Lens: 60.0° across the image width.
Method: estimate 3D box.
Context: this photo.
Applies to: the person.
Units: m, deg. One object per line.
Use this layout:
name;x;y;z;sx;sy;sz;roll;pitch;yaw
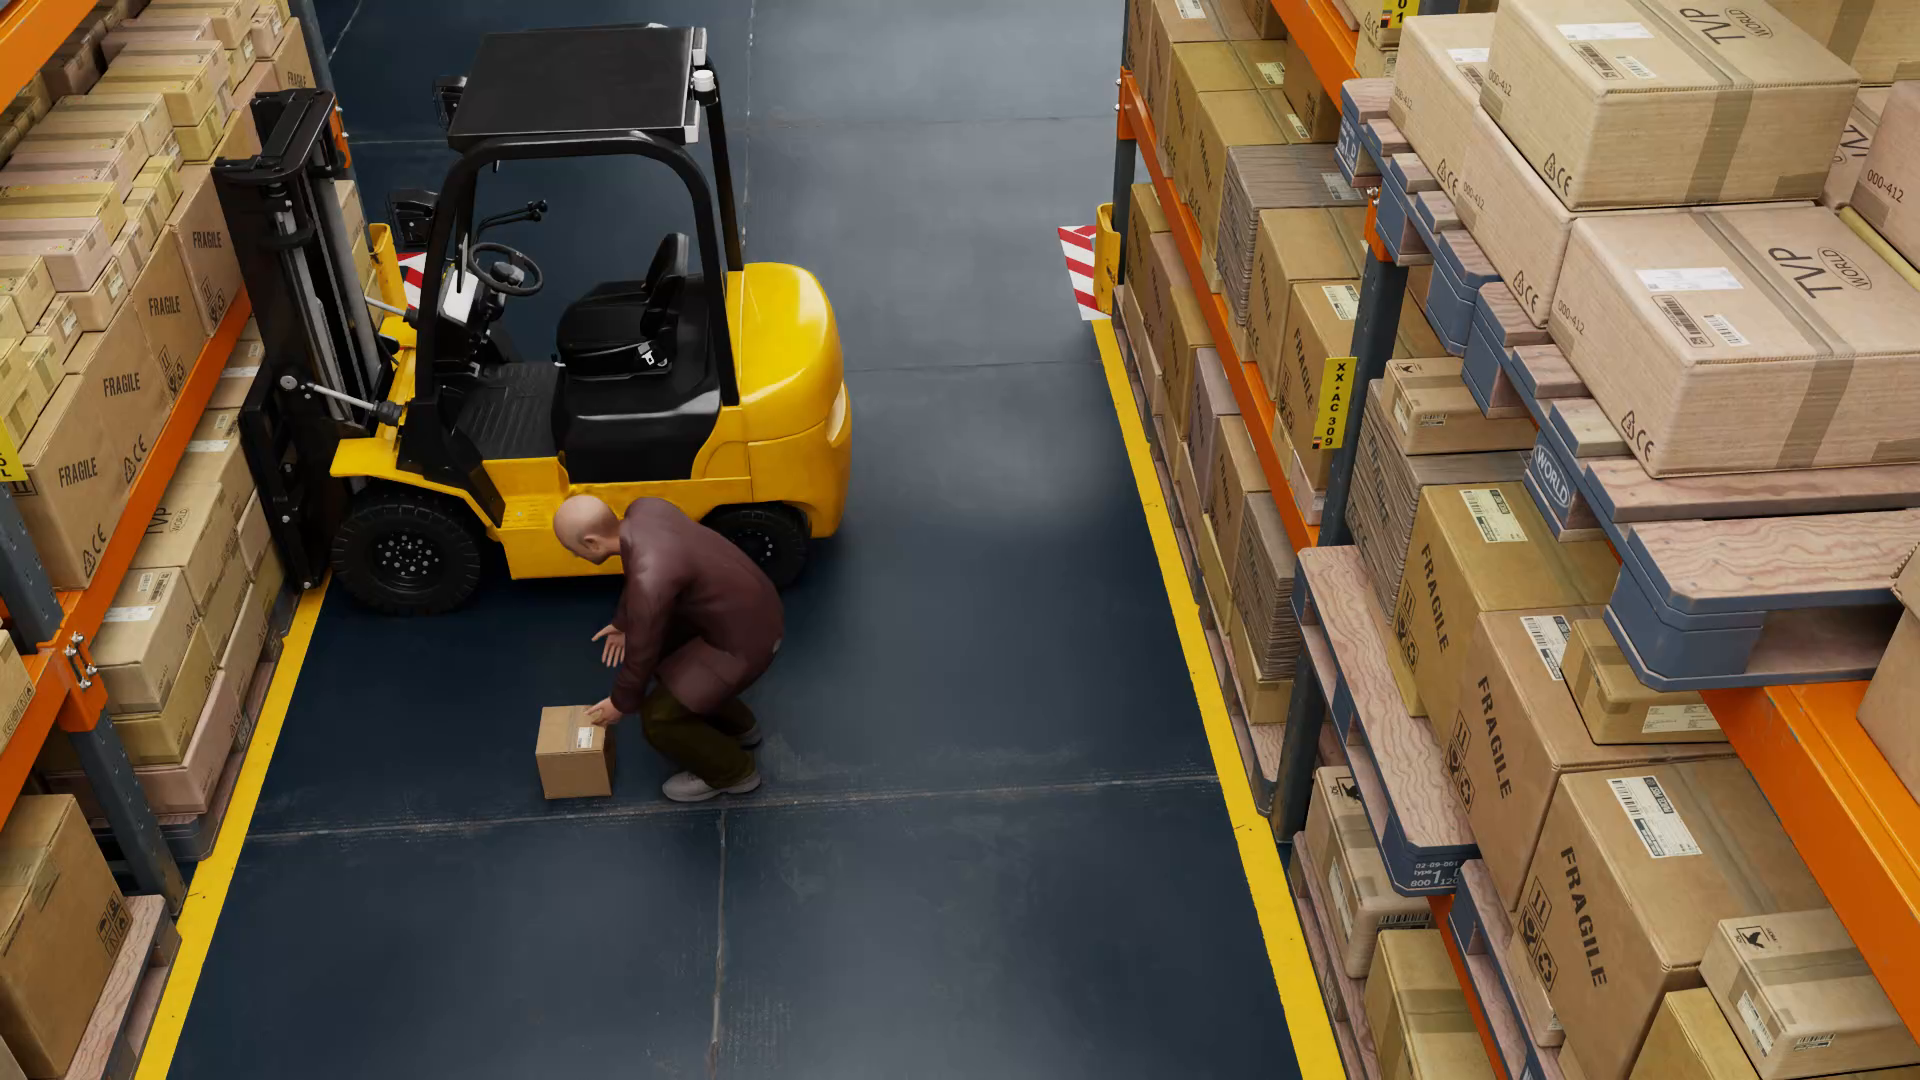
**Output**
person;-1.007;0.370;6.038;0.752;1.363;0.633;-3;39;-4
